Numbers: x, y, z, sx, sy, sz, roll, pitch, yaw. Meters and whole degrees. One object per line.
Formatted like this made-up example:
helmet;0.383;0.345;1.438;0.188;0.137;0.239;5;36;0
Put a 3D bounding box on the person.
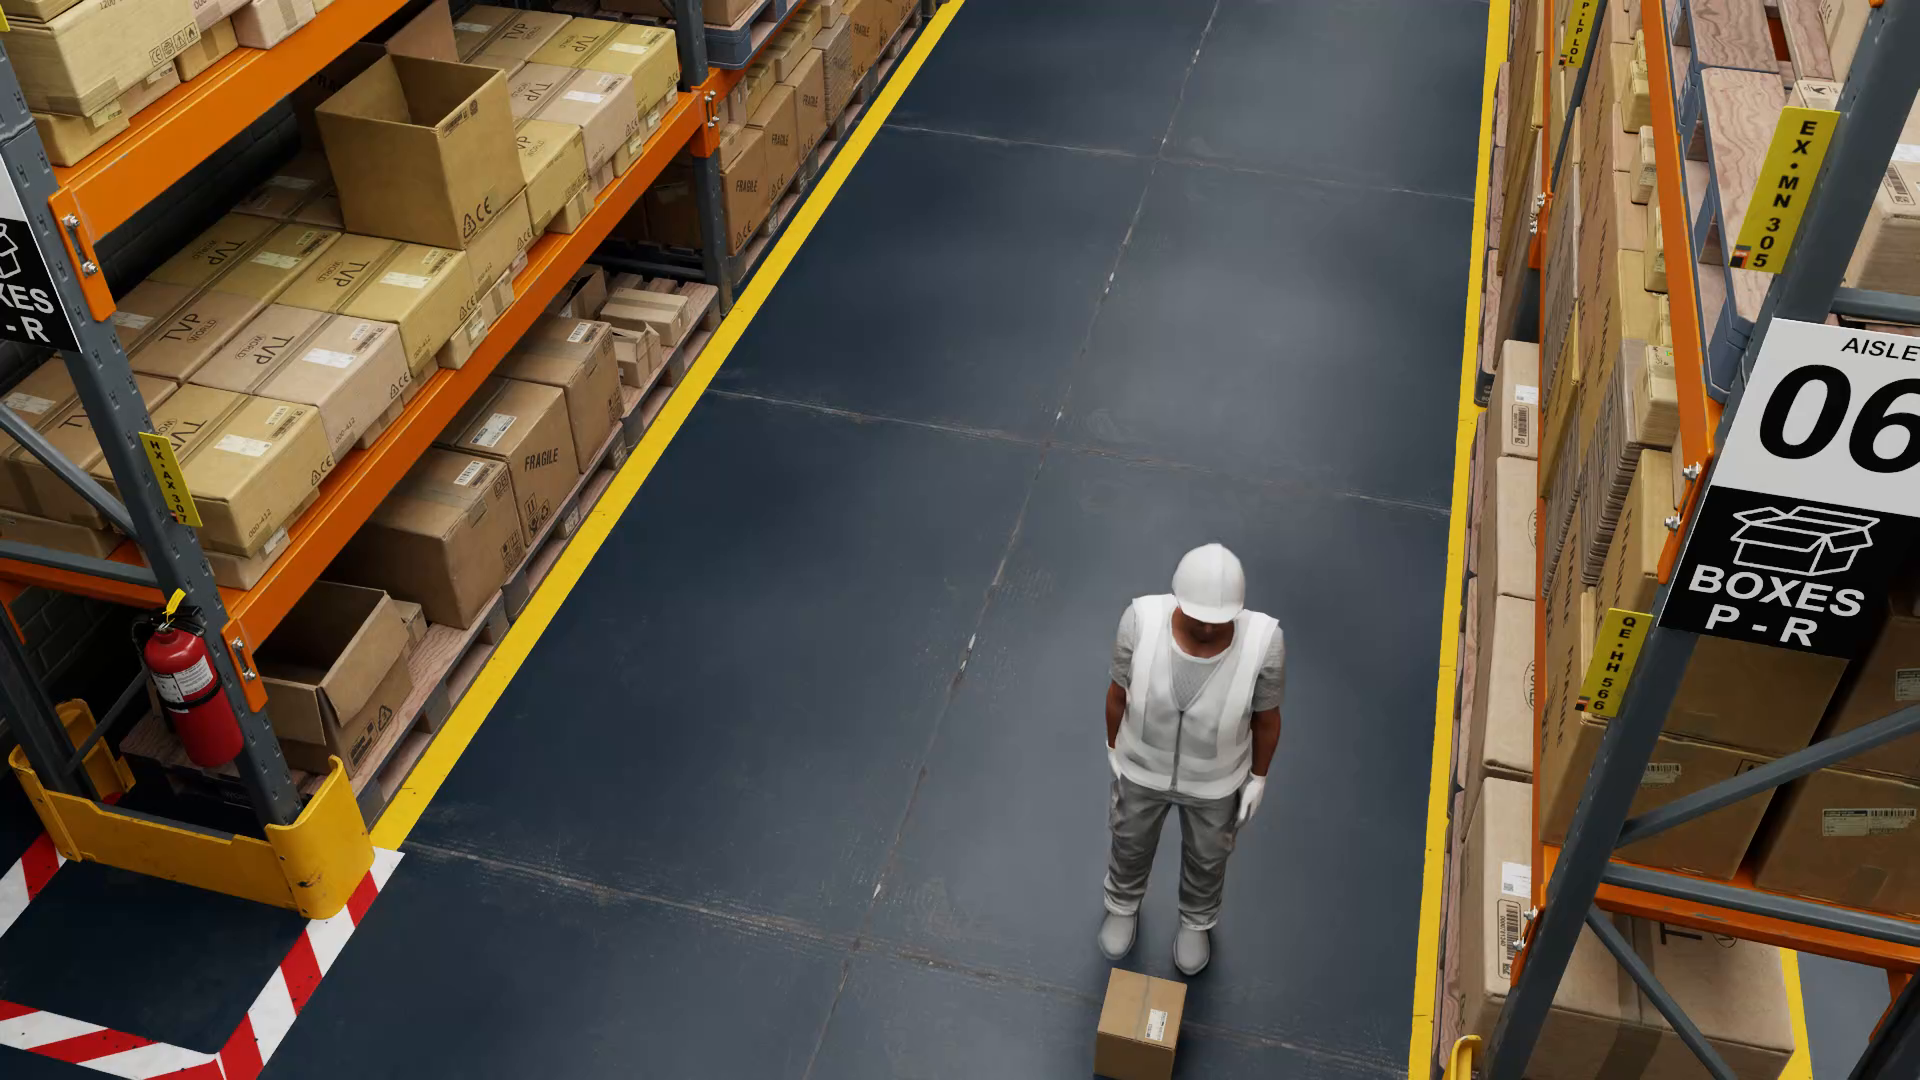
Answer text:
person;0.721;0.716;5.315;0.547;1.785;0.351;9;42;11
